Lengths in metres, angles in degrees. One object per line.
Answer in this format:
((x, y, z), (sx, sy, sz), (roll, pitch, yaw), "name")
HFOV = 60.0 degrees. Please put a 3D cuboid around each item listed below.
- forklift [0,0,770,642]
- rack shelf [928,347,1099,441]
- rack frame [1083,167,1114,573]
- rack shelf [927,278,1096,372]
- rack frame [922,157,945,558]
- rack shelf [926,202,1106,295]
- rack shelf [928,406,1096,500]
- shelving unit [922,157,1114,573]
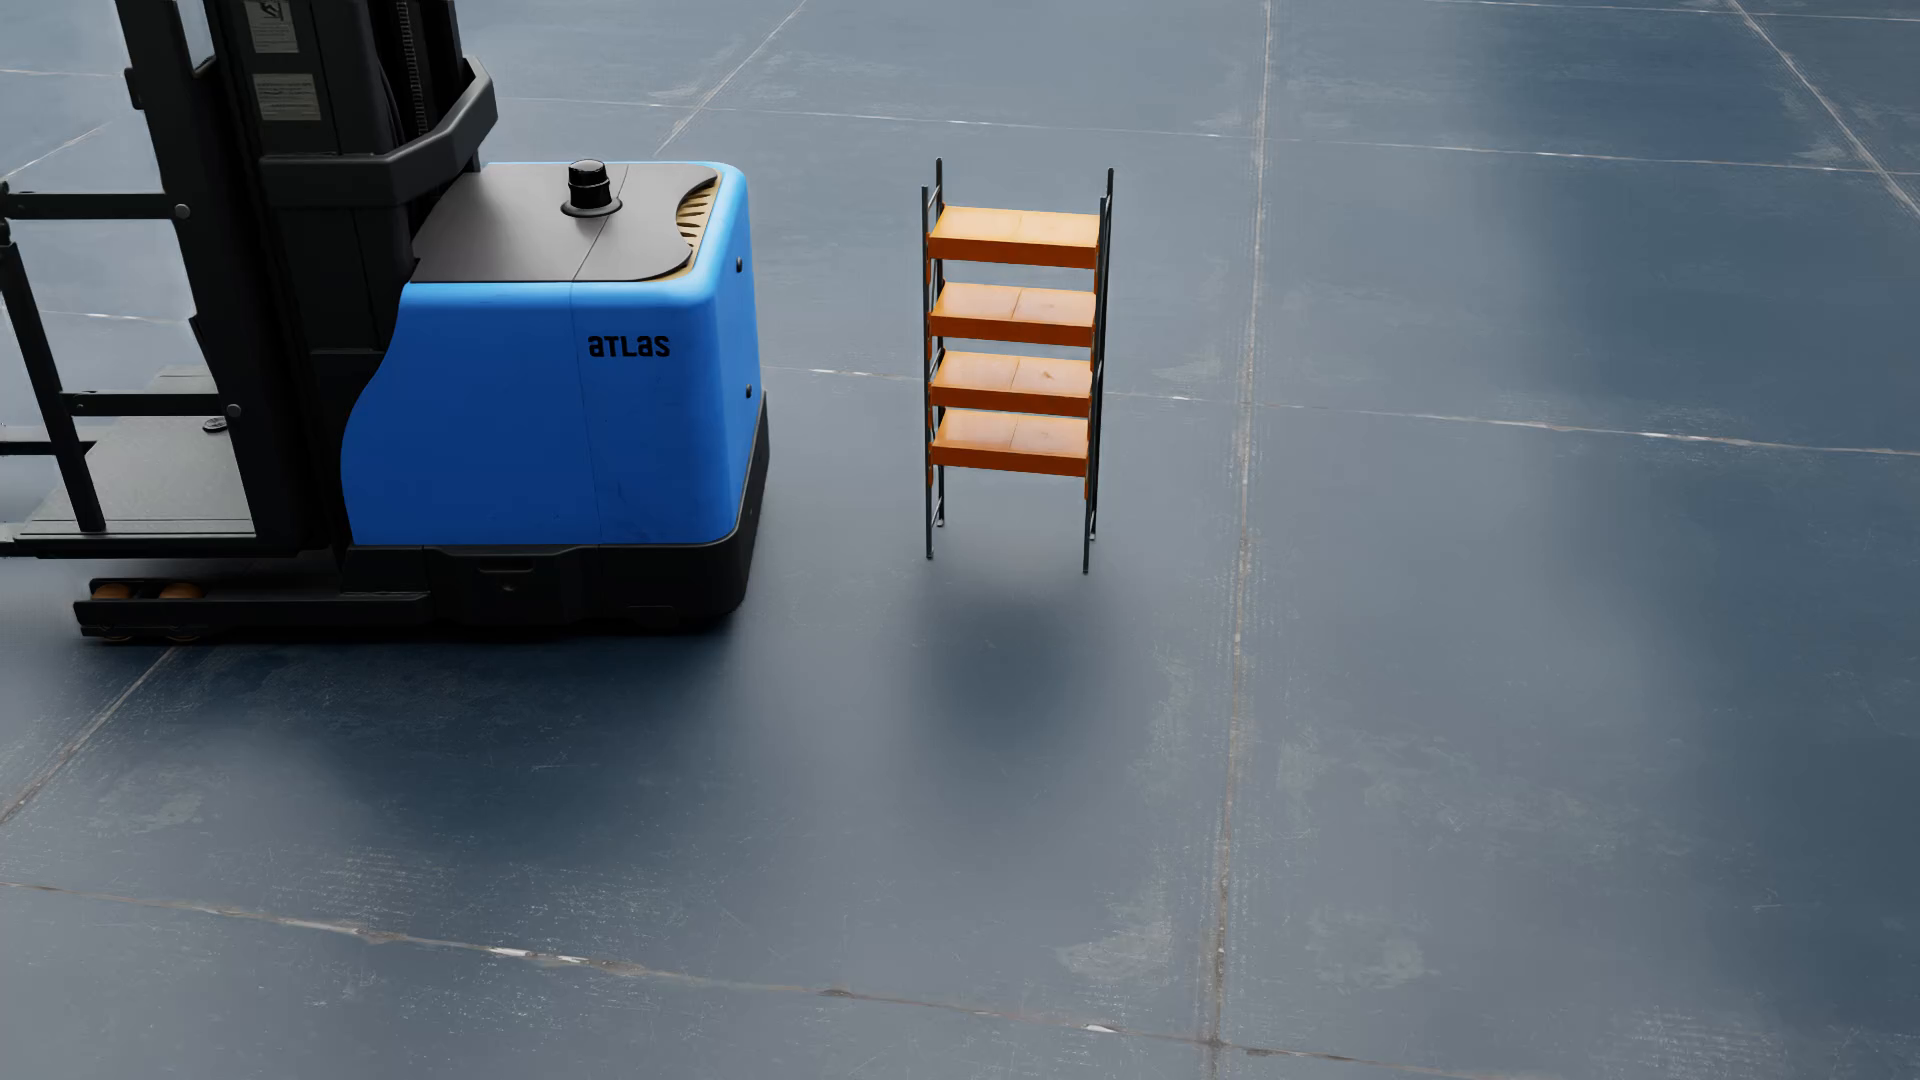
((-2.147, -1.232, 4.456), (3.031, 2.935, 1.130), (0, 32, 0), "forklift")
((0.163, -0.437, 4.944), (0.480, 0.148, 0.258), (5, 32, 8), "rack shelf")
((0.404, -0.472, 4.873), (0.015, 1.200, 0.240), (5, 32, 8), "rack frame")
((0.163, -0.626, 4.825), (0.480, 0.148, 0.258), (5, 32, 8), "rack shelf")
((-0.077, -0.516, 4.943), (0.015, 1.200, 0.240), (5, 32, 8), "rack frame")
((0.163, -0.827, 4.700), (0.480, 0.148, 0.258), (5, 32, 8), "rack shelf")
((0.163, -0.268, 5.049), (0.480, 0.148, 0.258), (5, 32, 8), "rack shelf")
((0.163, -0.494, 4.908), (0.503, 1.200, 0.258), (5, 32, 8), "shelving unit")
